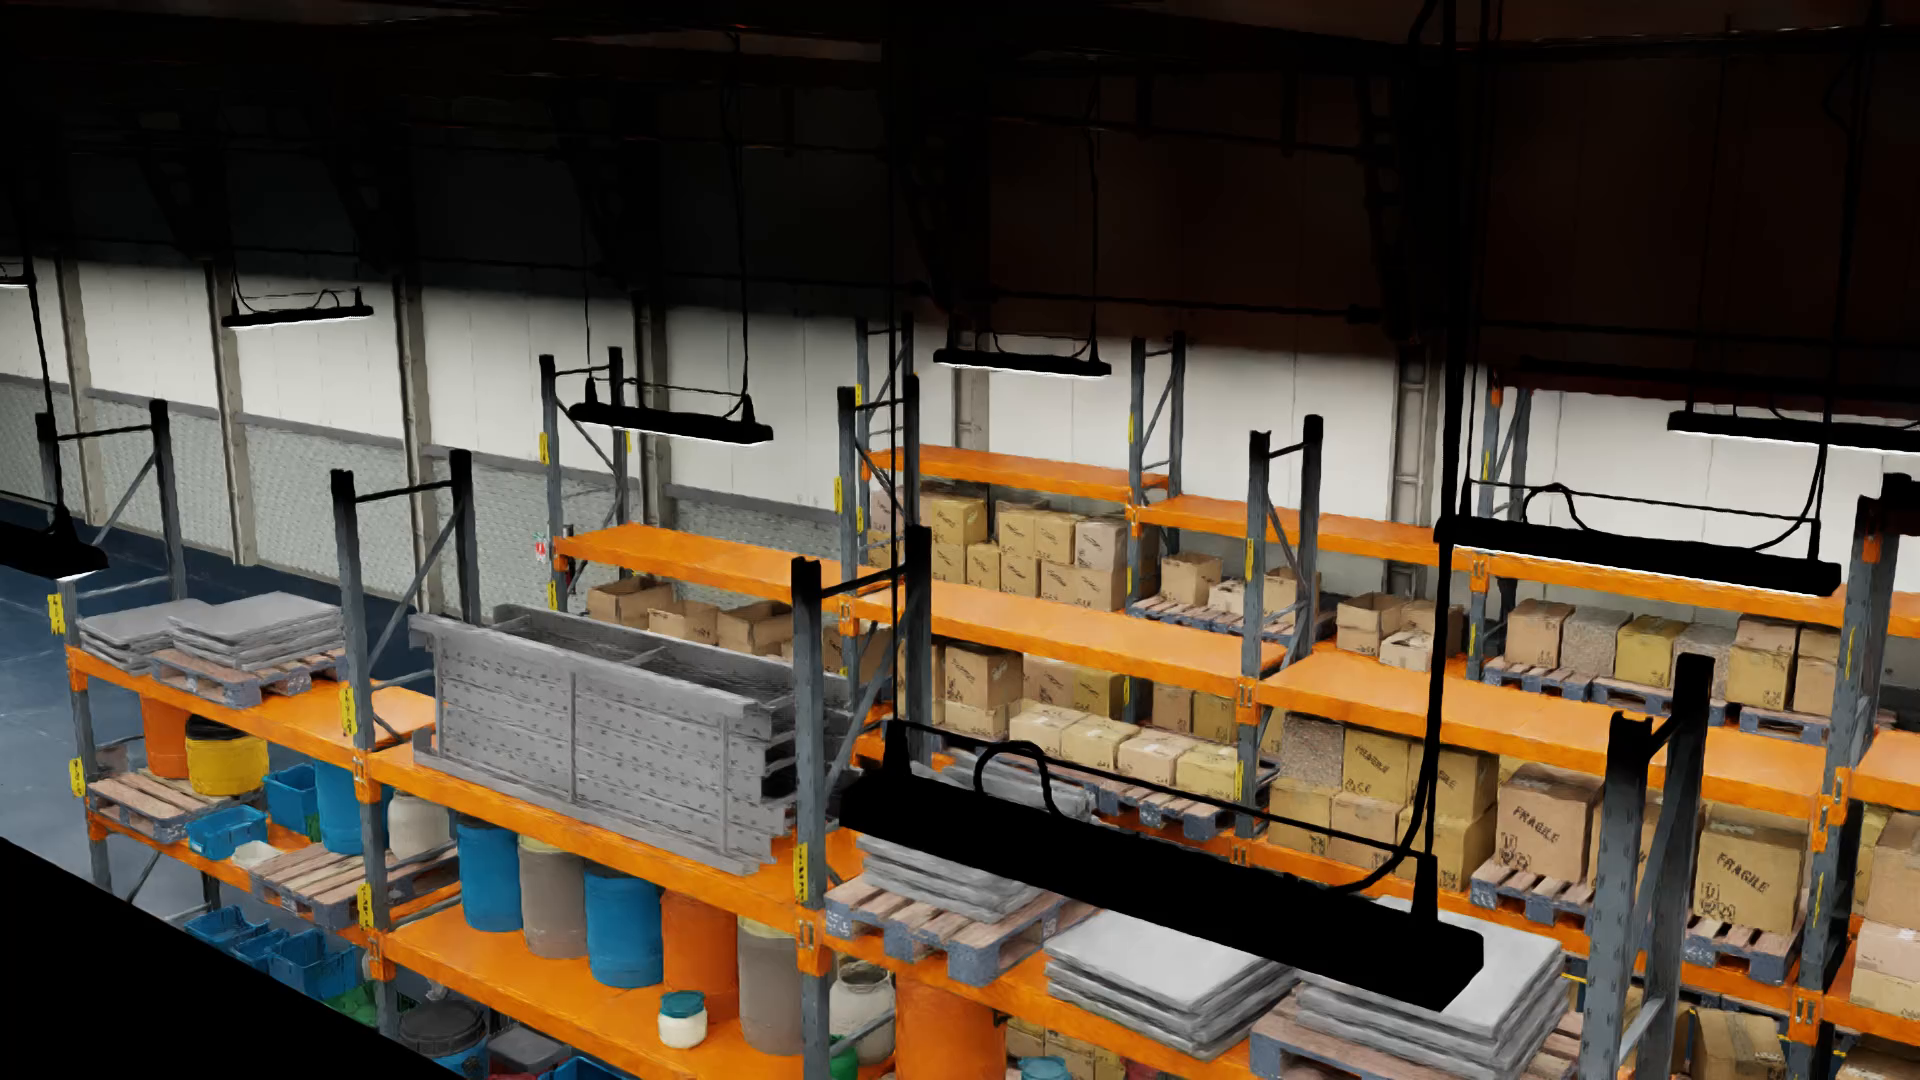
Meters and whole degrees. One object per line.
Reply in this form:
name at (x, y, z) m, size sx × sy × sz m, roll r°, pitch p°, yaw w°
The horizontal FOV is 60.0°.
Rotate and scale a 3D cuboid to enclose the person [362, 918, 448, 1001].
person at (-5.348, 3.683, 15.799) m, size 0.782 × 1.613 × 0.622 m, roll 4°, pitch 14°, yaw 16°
